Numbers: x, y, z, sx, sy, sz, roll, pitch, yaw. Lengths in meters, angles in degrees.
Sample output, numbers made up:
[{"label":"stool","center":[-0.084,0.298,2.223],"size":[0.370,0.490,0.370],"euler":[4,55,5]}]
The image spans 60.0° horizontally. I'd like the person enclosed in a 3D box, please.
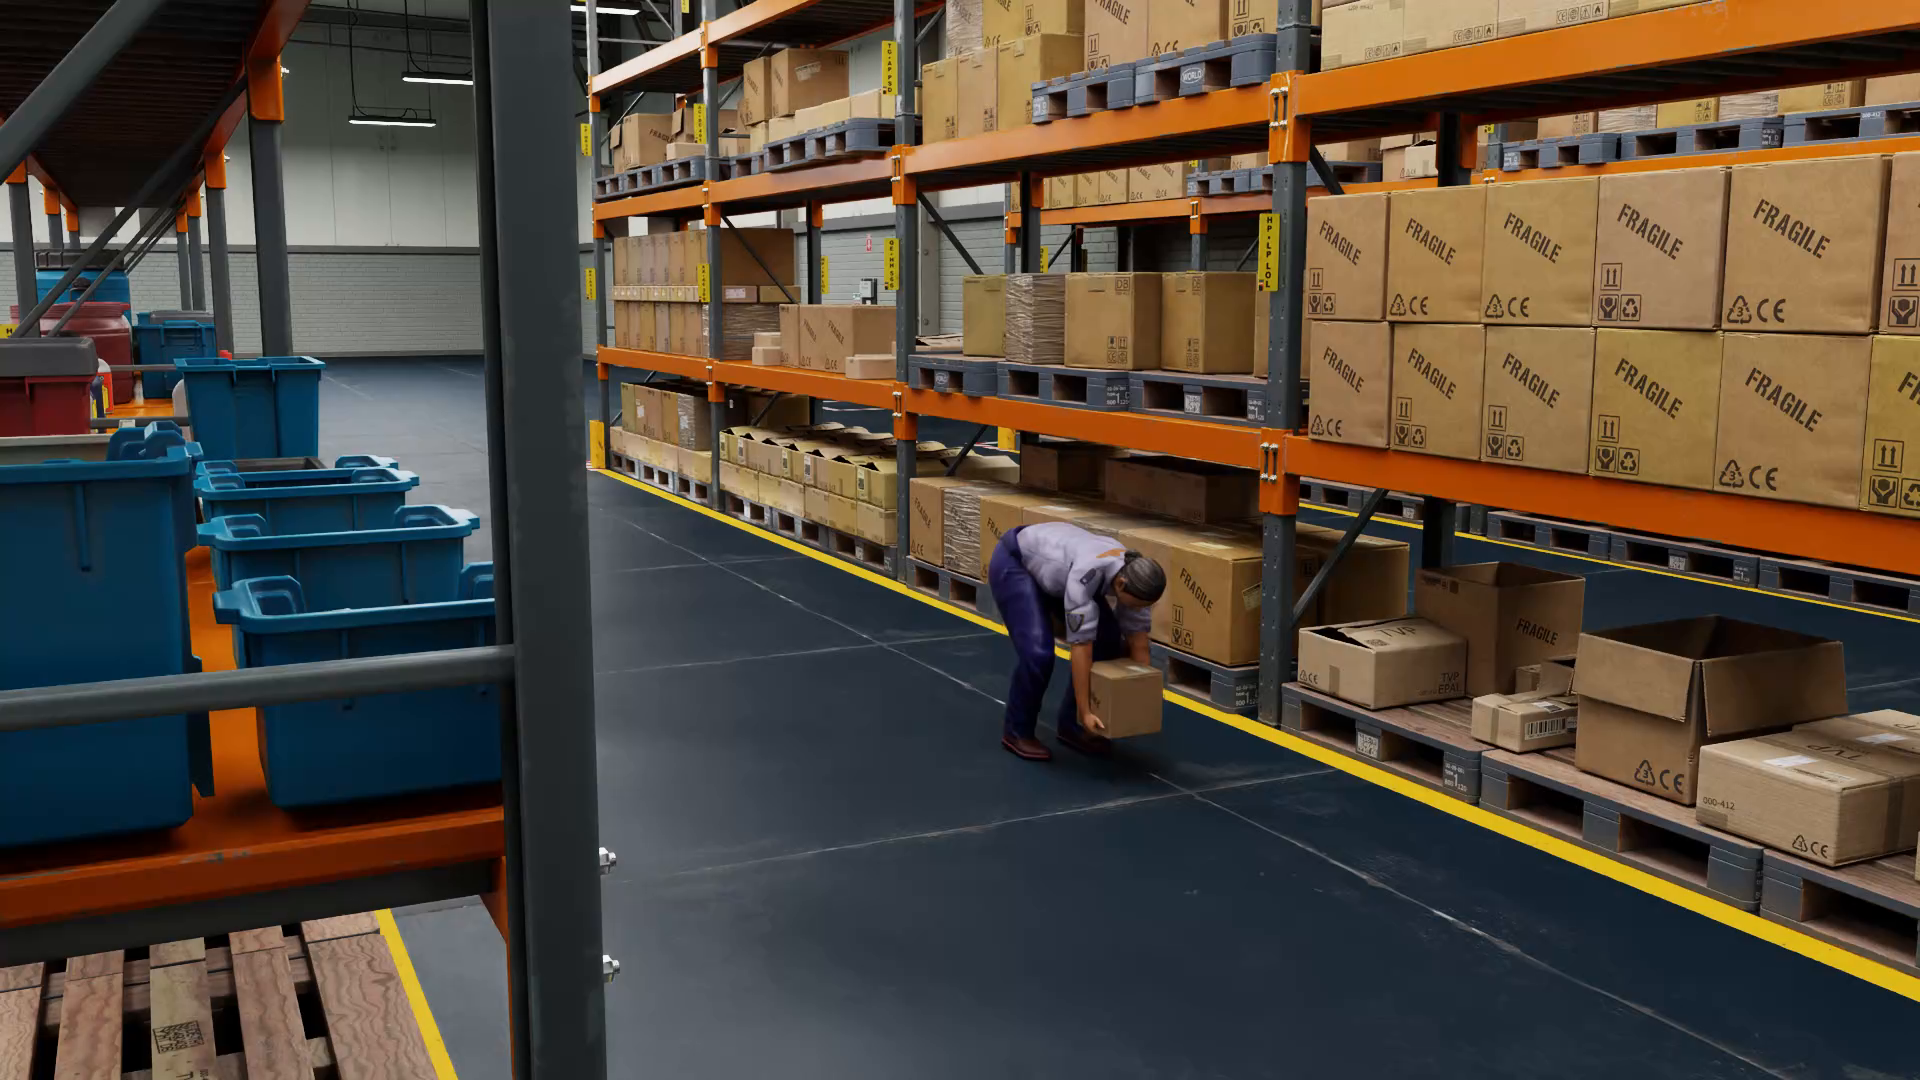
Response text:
[{"label":"person","center":[0.498,0.432,6.830],"size":[0.484,0.967,0.910],"euler":[-6,11,-36]}]
